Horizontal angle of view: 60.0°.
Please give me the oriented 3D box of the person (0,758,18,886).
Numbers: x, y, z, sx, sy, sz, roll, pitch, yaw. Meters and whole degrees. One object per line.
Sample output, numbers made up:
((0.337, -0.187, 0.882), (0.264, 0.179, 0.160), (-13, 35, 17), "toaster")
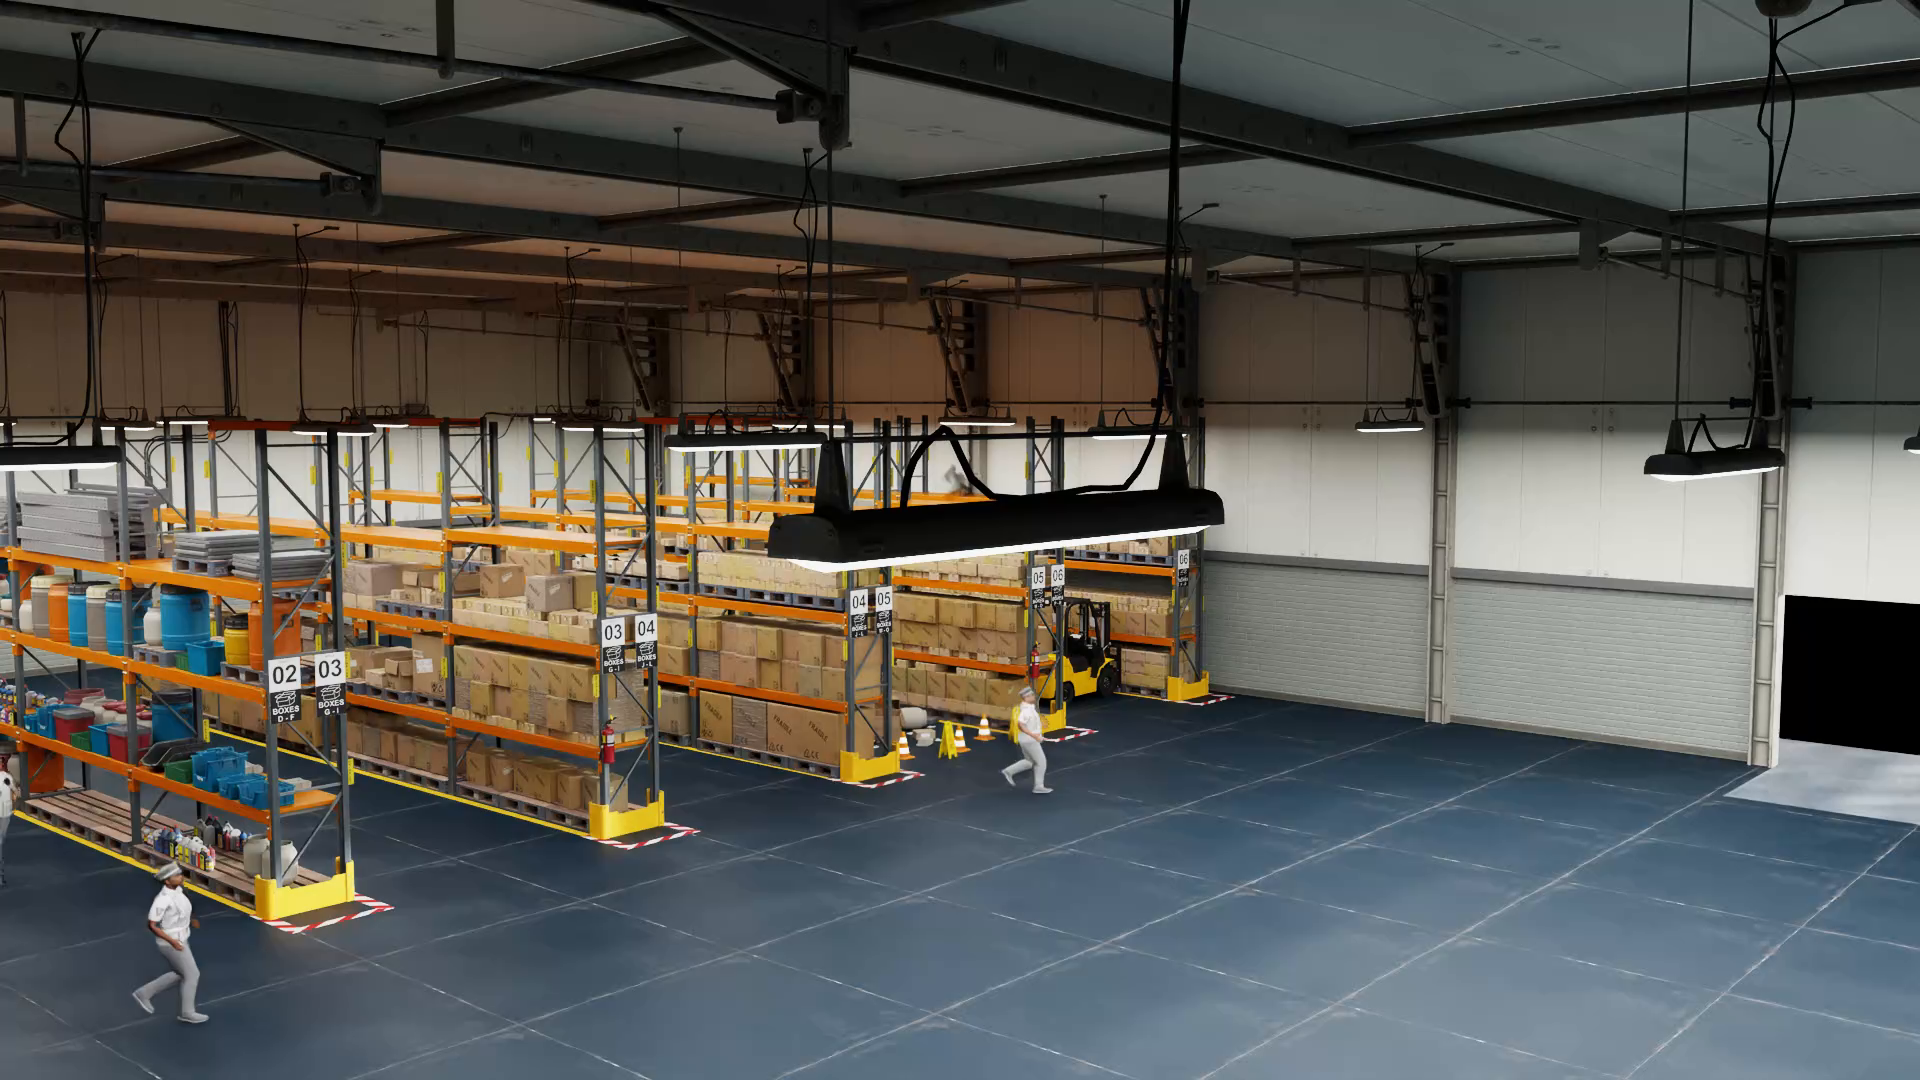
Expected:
((-12.745, 3.690, 21.959), (0.749, 1.728, 0.584), (3, 5, 28), "person")

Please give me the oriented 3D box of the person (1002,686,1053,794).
((1.102, 3.225, 26.893), (0.800, 1.741, 0.675), (0, 5, -2), "person")

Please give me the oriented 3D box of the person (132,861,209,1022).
((-8.055, 4.097, 16.935), (0.695, 1.694, 0.576), (-1, 5, -13), "person")
